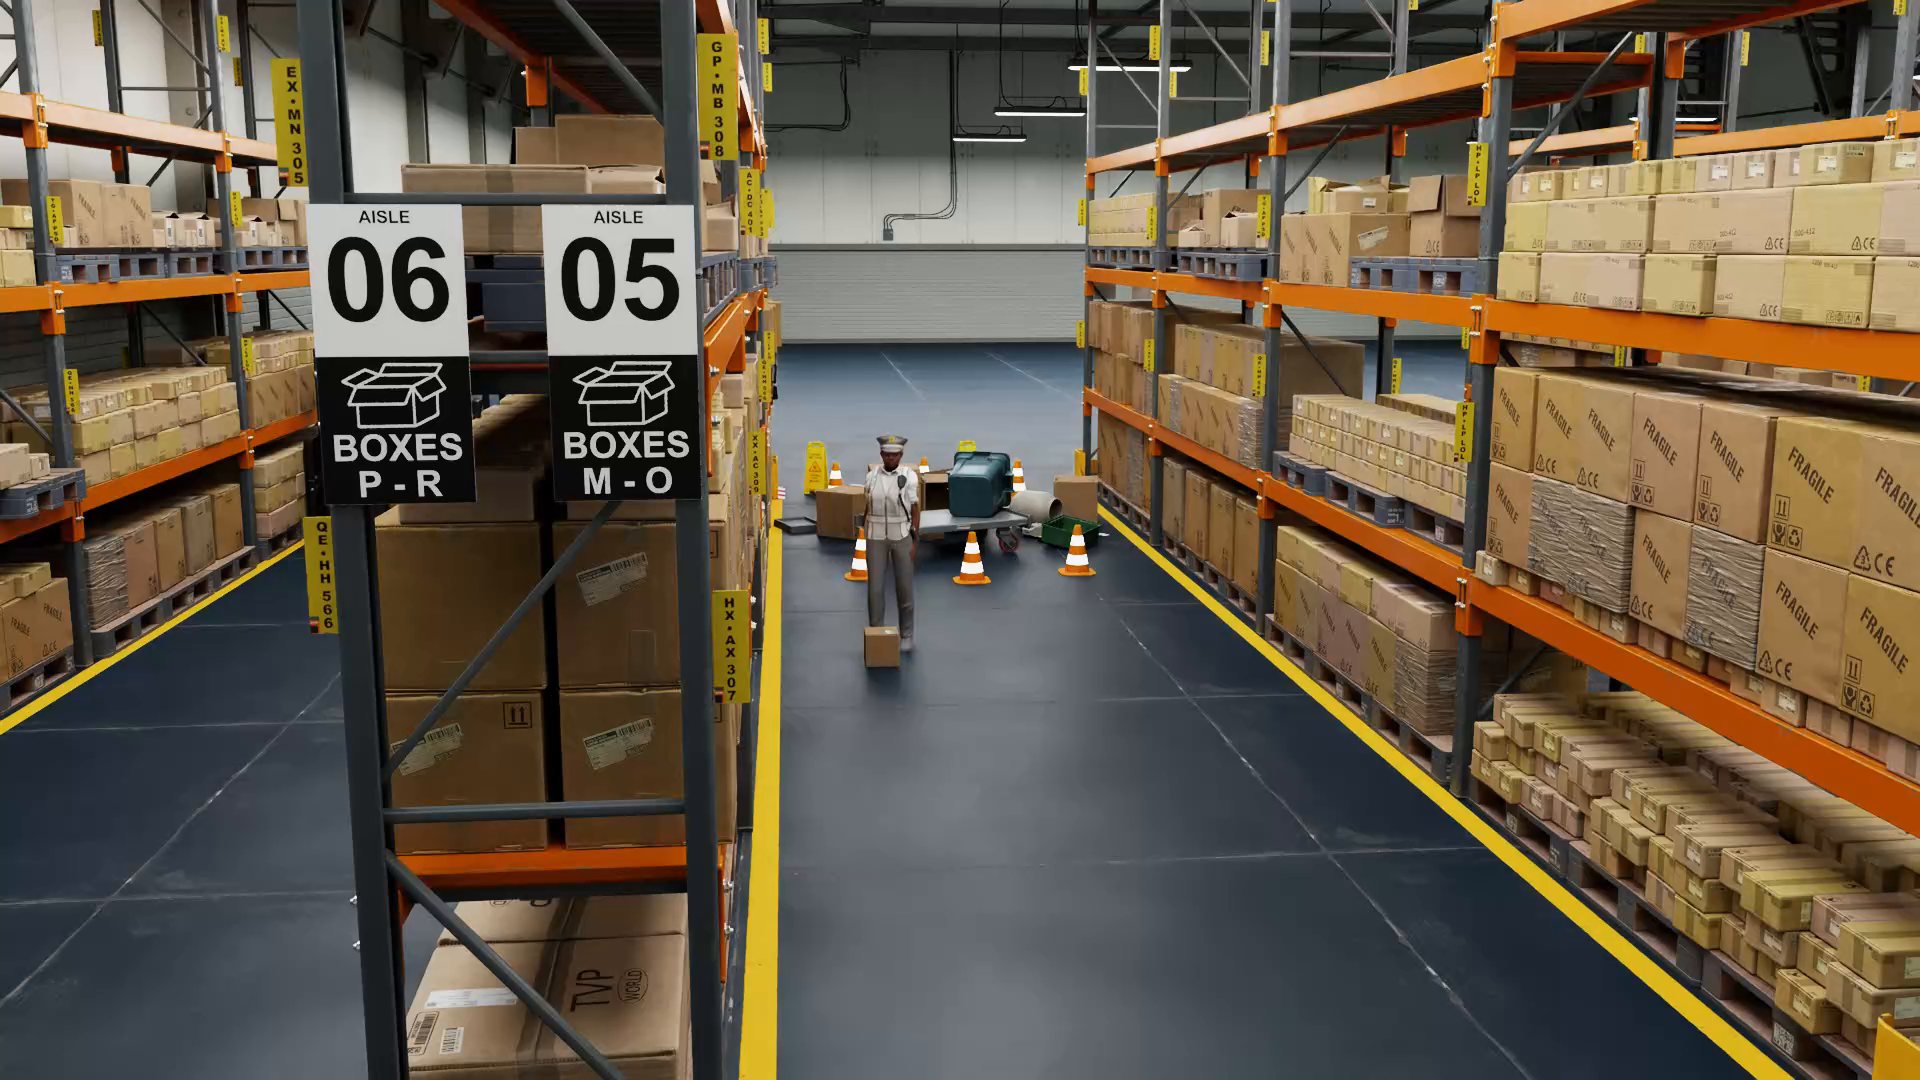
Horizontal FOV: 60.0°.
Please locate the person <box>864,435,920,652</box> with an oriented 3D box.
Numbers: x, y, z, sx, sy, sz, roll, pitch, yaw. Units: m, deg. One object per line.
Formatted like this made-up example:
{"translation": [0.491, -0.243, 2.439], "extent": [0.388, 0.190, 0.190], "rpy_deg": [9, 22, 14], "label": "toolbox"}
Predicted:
{"translation": [-0.526, 0.022, 12.797], "extent": [0.436, 1.687, 0.341], "rpy_deg": [1, 10, 7], "label": "person"}
